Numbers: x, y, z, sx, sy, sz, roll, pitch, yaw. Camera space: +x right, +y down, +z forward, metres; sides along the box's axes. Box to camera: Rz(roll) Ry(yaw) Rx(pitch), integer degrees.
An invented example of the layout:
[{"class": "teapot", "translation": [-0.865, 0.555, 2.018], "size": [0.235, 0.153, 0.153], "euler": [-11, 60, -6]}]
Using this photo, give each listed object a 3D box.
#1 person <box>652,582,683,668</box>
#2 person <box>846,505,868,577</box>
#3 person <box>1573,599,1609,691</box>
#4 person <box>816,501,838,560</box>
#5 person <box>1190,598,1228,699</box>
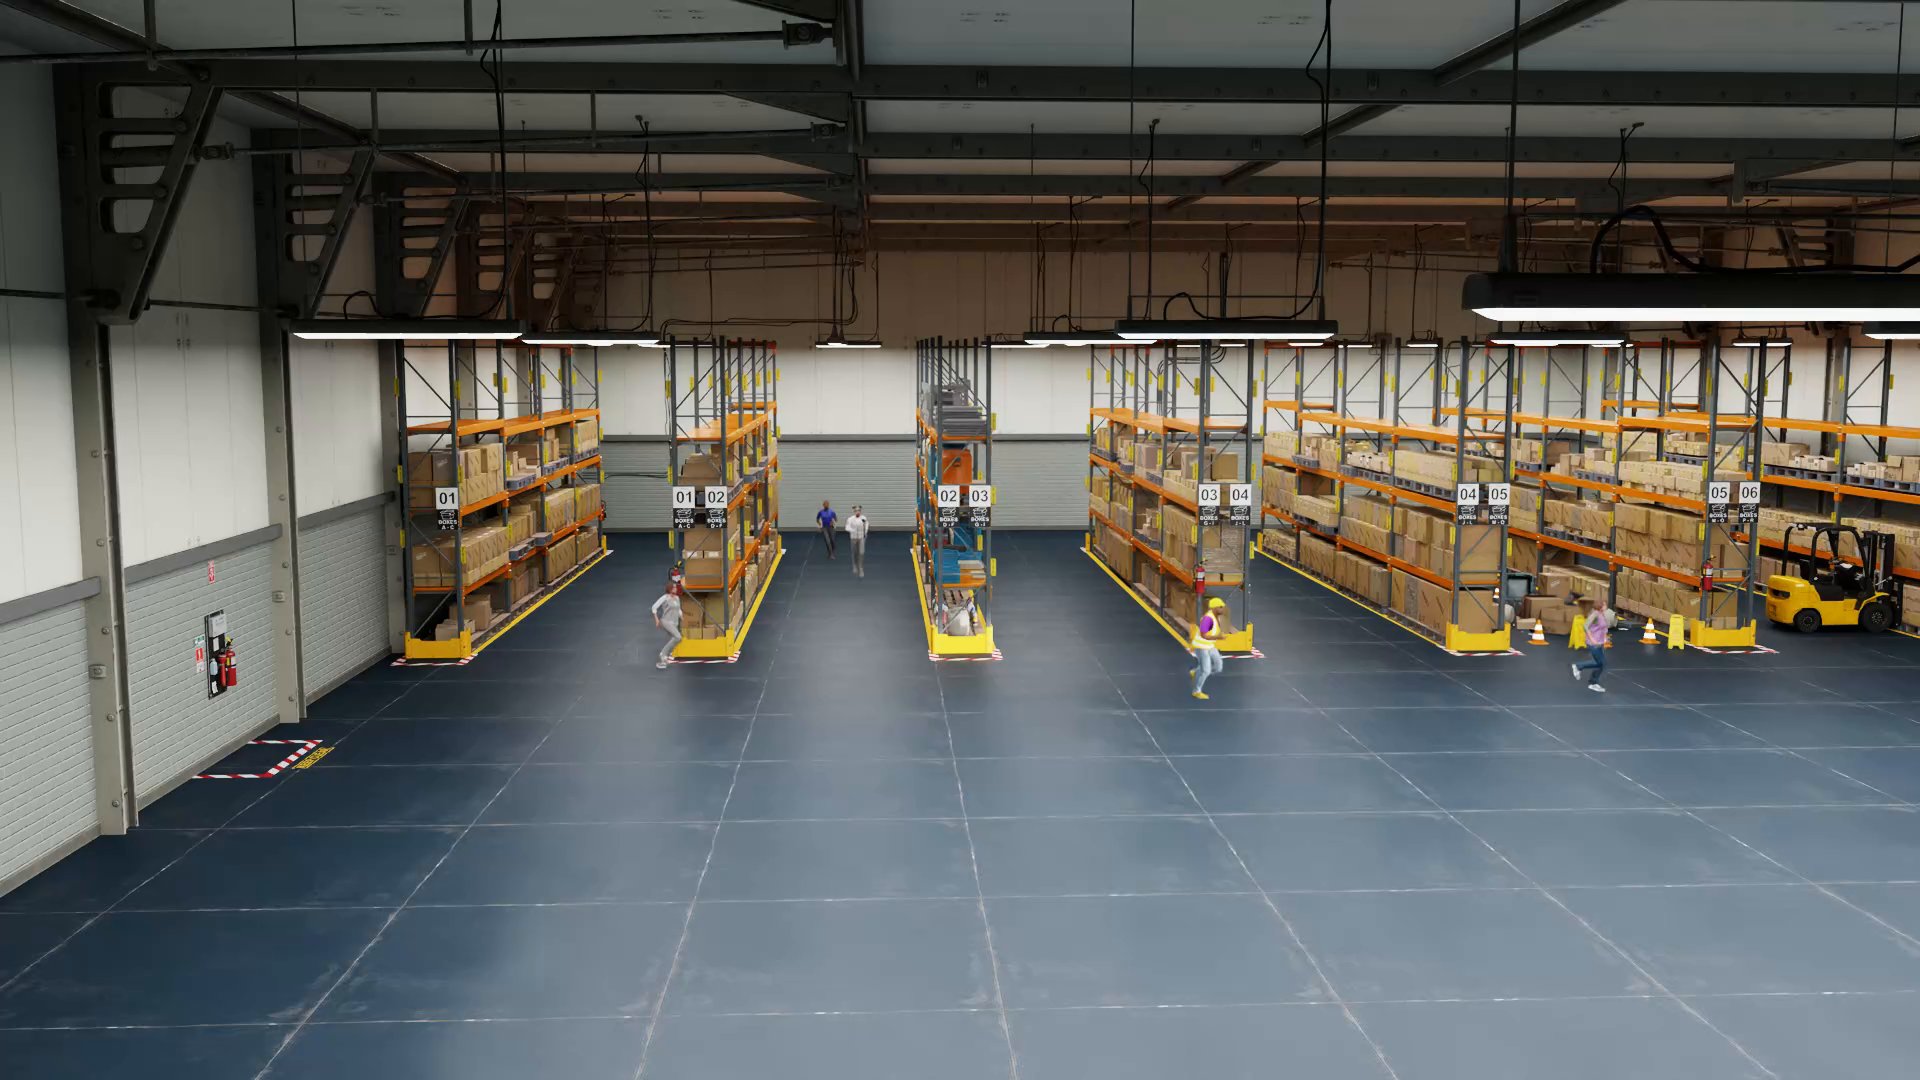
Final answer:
[{"class": "person", "translation": [-5.213, 1.539, 30.115], "size": [0.550, 1.535, 0.545], "euler": [4, 7, 30]}, {"class": "person", "translation": [-2.497, -0.001, 40.407], "size": [0.562, 1.735, 0.809], "euler": [-1, 7, -5]}, {"class": "person", "translation": [10.725, 1.761, 28.235], "size": [0.559, 1.565, 0.559], "euler": [6, 9, 41]}, {"class": "person", "translation": [-3.659, -0.269, 45.853], "size": [0.590, 1.616, 0.725], "euler": [-1, 7, -10]}, {"class": "person", "translation": [4.119, 1.787, 27.400], "size": [0.702, 1.693, 0.680], "euler": [4, 8, 32]}]
